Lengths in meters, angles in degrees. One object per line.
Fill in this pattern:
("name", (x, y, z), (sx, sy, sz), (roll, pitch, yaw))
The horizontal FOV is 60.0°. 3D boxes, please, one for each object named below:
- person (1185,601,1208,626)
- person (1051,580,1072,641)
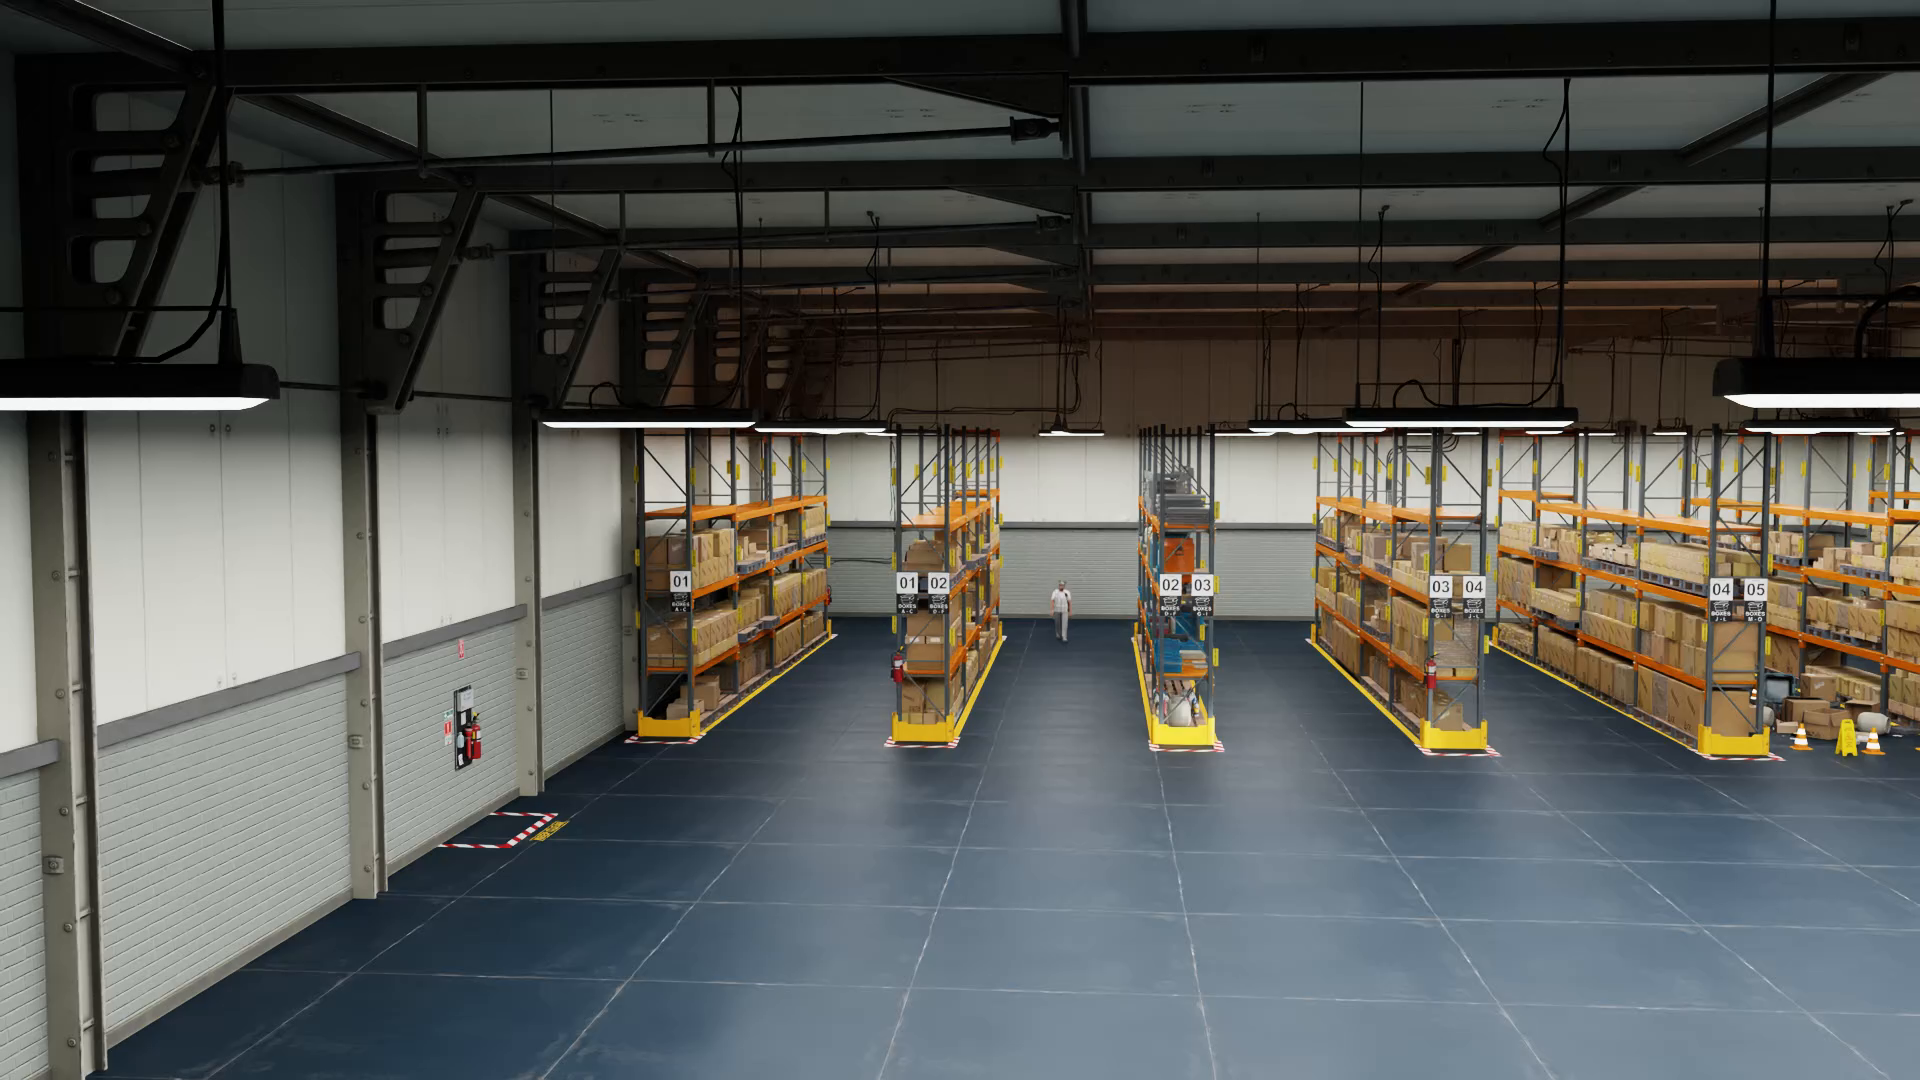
("person", (7.149, 1.765, 50.647), (0.970, 1.755, 0.571), (2, 4, 30))
("person", (2.865, 1.990, 47.090), (0.599, 1.710, 1.099), (0, 3, 2))
